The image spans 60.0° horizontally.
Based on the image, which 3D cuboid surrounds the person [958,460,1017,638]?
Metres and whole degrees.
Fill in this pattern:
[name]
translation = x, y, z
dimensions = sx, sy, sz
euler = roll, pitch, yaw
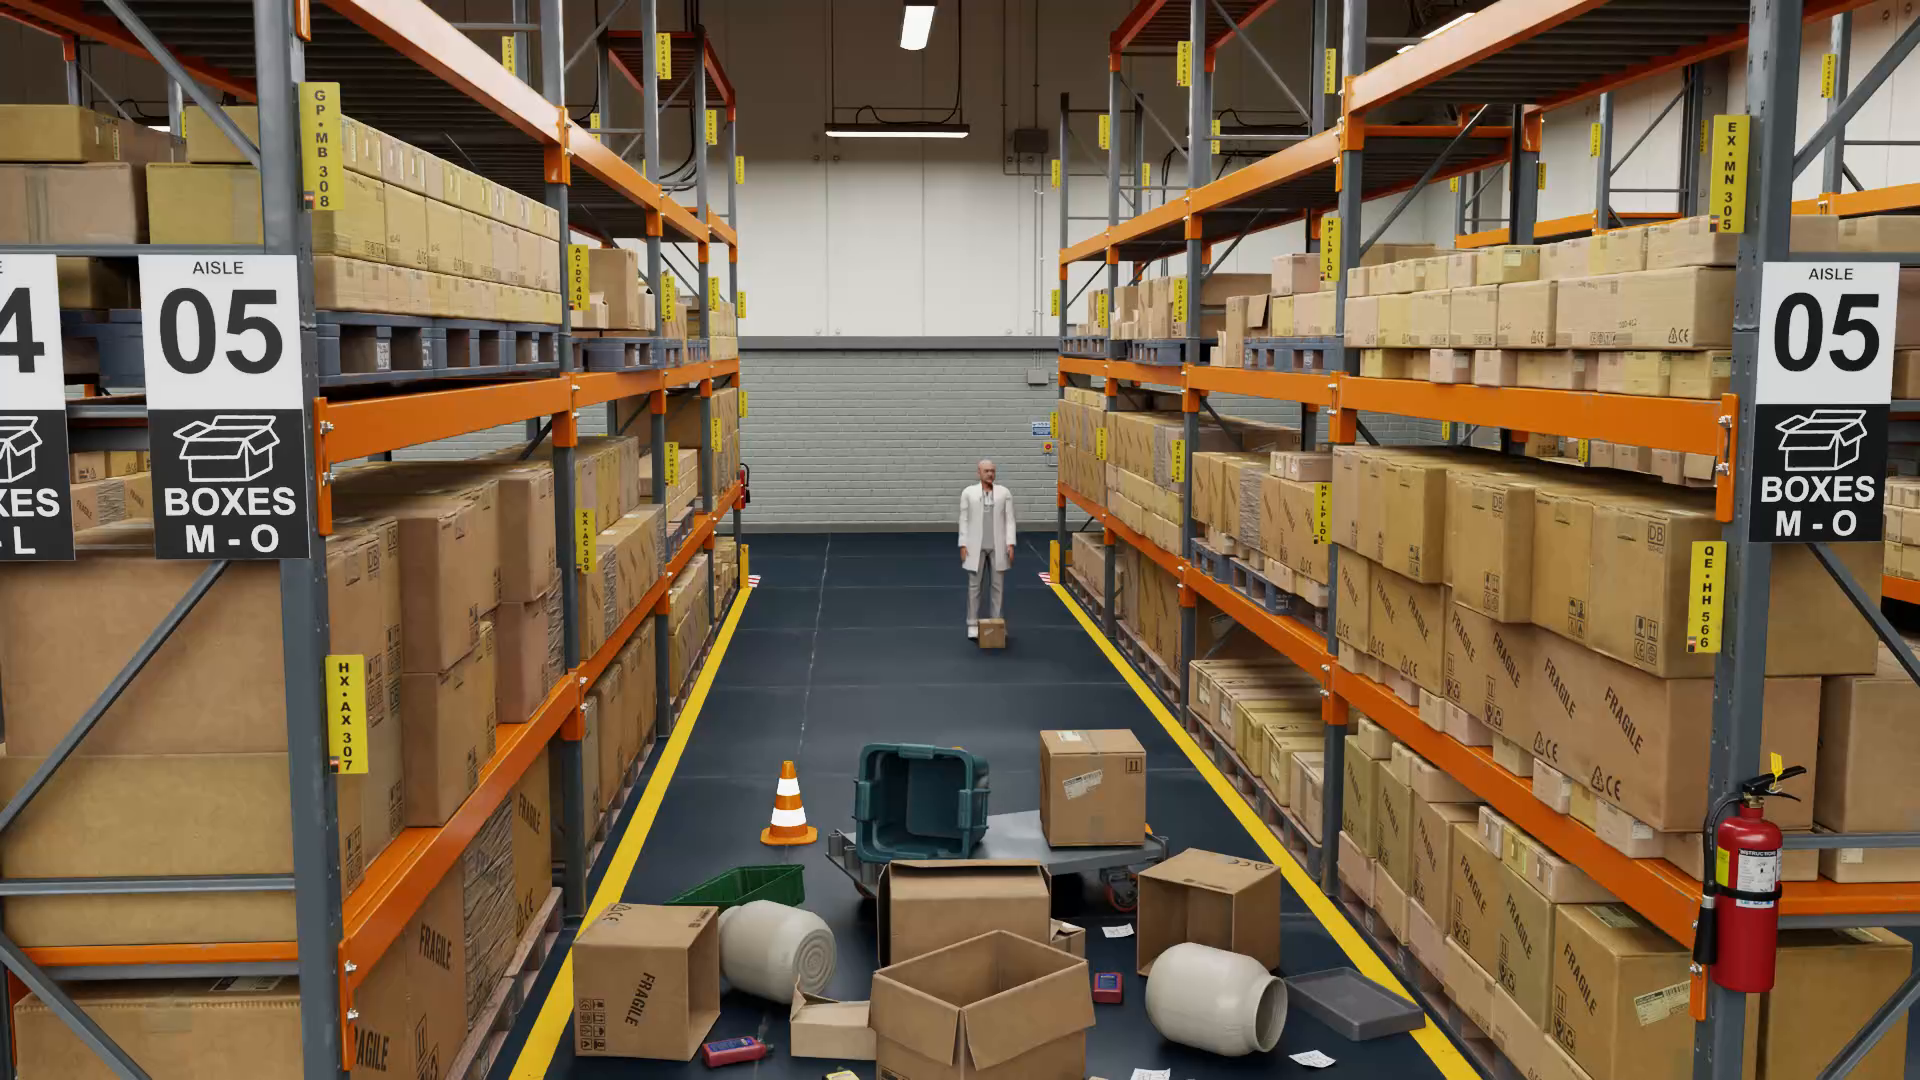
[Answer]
[person]
translation = 0.280, 0.088, 16.855
dimensions = 0.589, 1.790, 0.420
euler = 0, 7, -3
